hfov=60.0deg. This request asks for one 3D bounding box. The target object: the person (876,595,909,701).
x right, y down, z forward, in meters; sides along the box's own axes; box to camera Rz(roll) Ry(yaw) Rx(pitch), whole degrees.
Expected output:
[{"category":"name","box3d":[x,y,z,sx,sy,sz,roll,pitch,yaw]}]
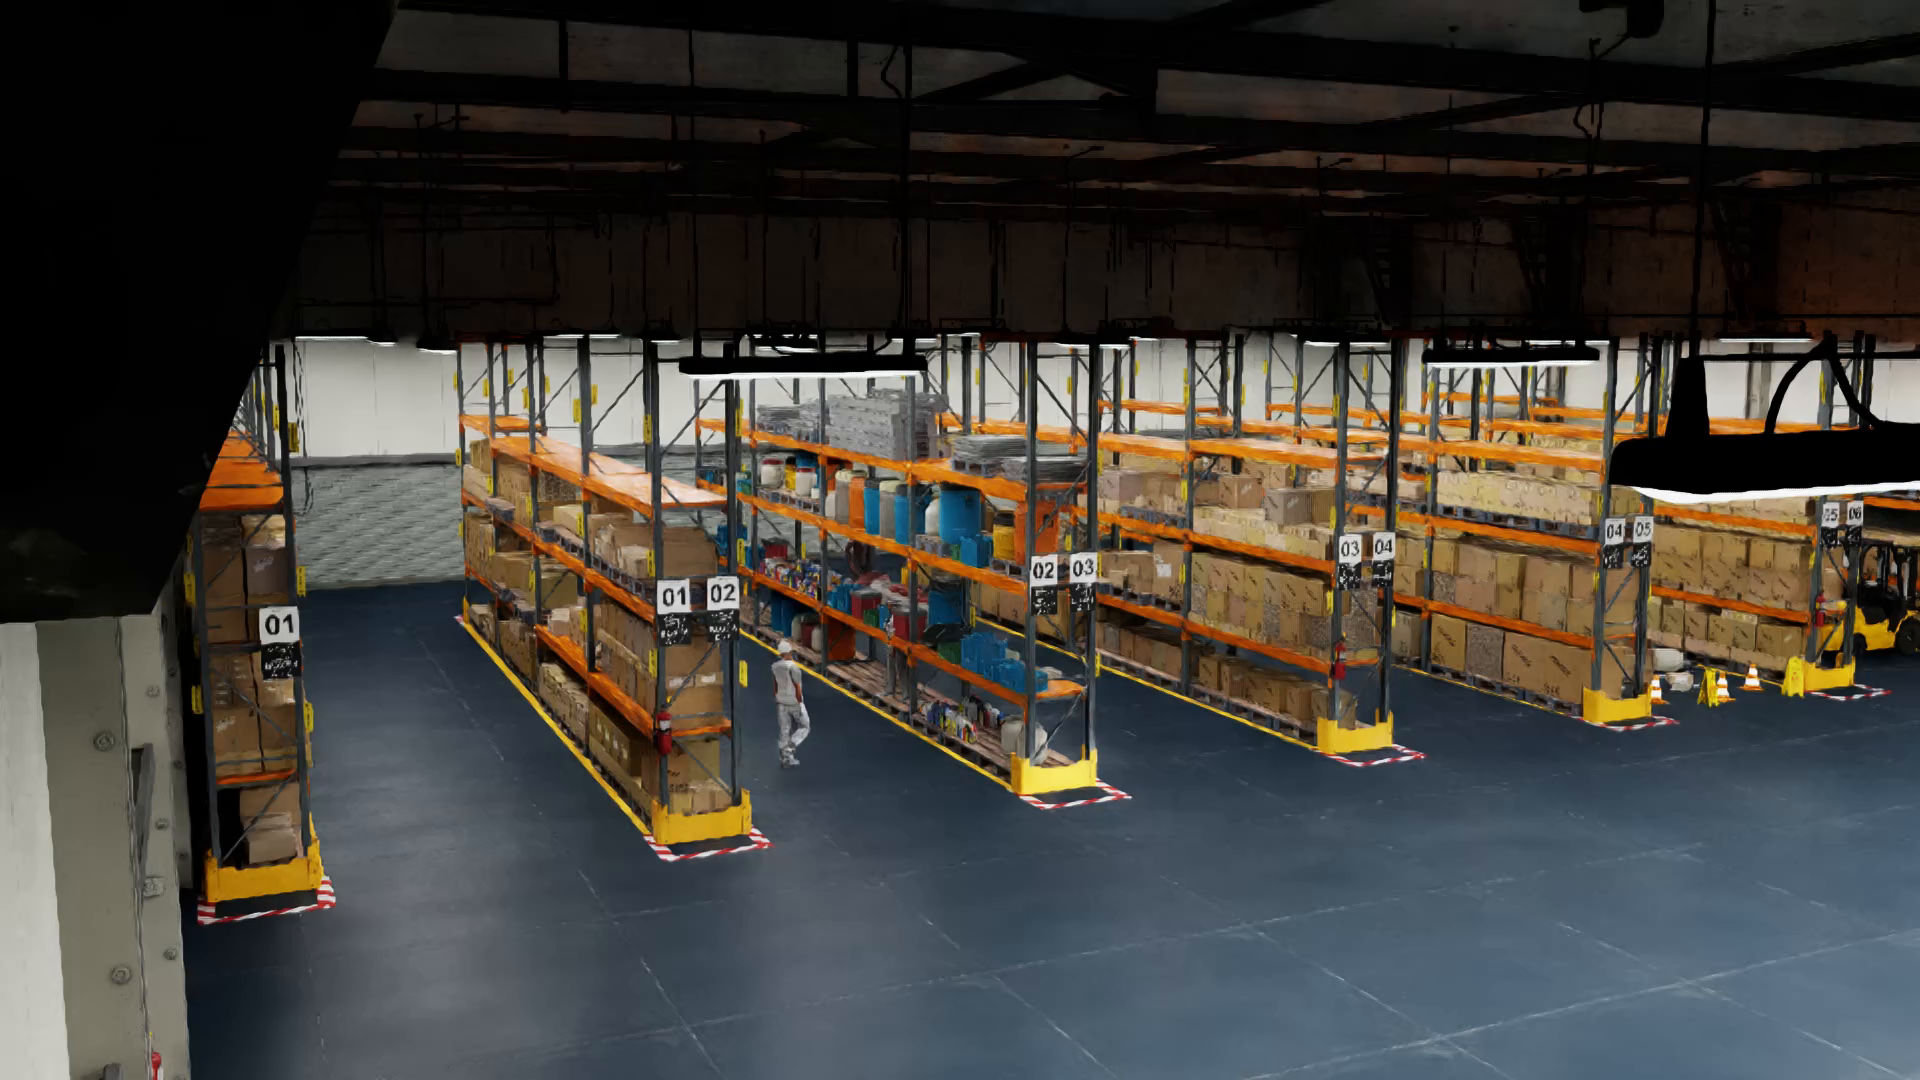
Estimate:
[{"category":"person","box3d":[-1.060,1.714,26.543,0.530,1.667,0.566,-2,8,-14]}]

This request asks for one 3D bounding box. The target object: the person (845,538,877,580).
[{"category":"person","box3d":[-2.212,0.519,36.902,0.729,1.712,0.546,-4,9,-26]}]

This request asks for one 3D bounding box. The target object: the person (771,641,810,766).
[{"category":"person","box3d":[-2.414,2.307,23.374,0.598,1.778,0.443,6,10,38]}]
